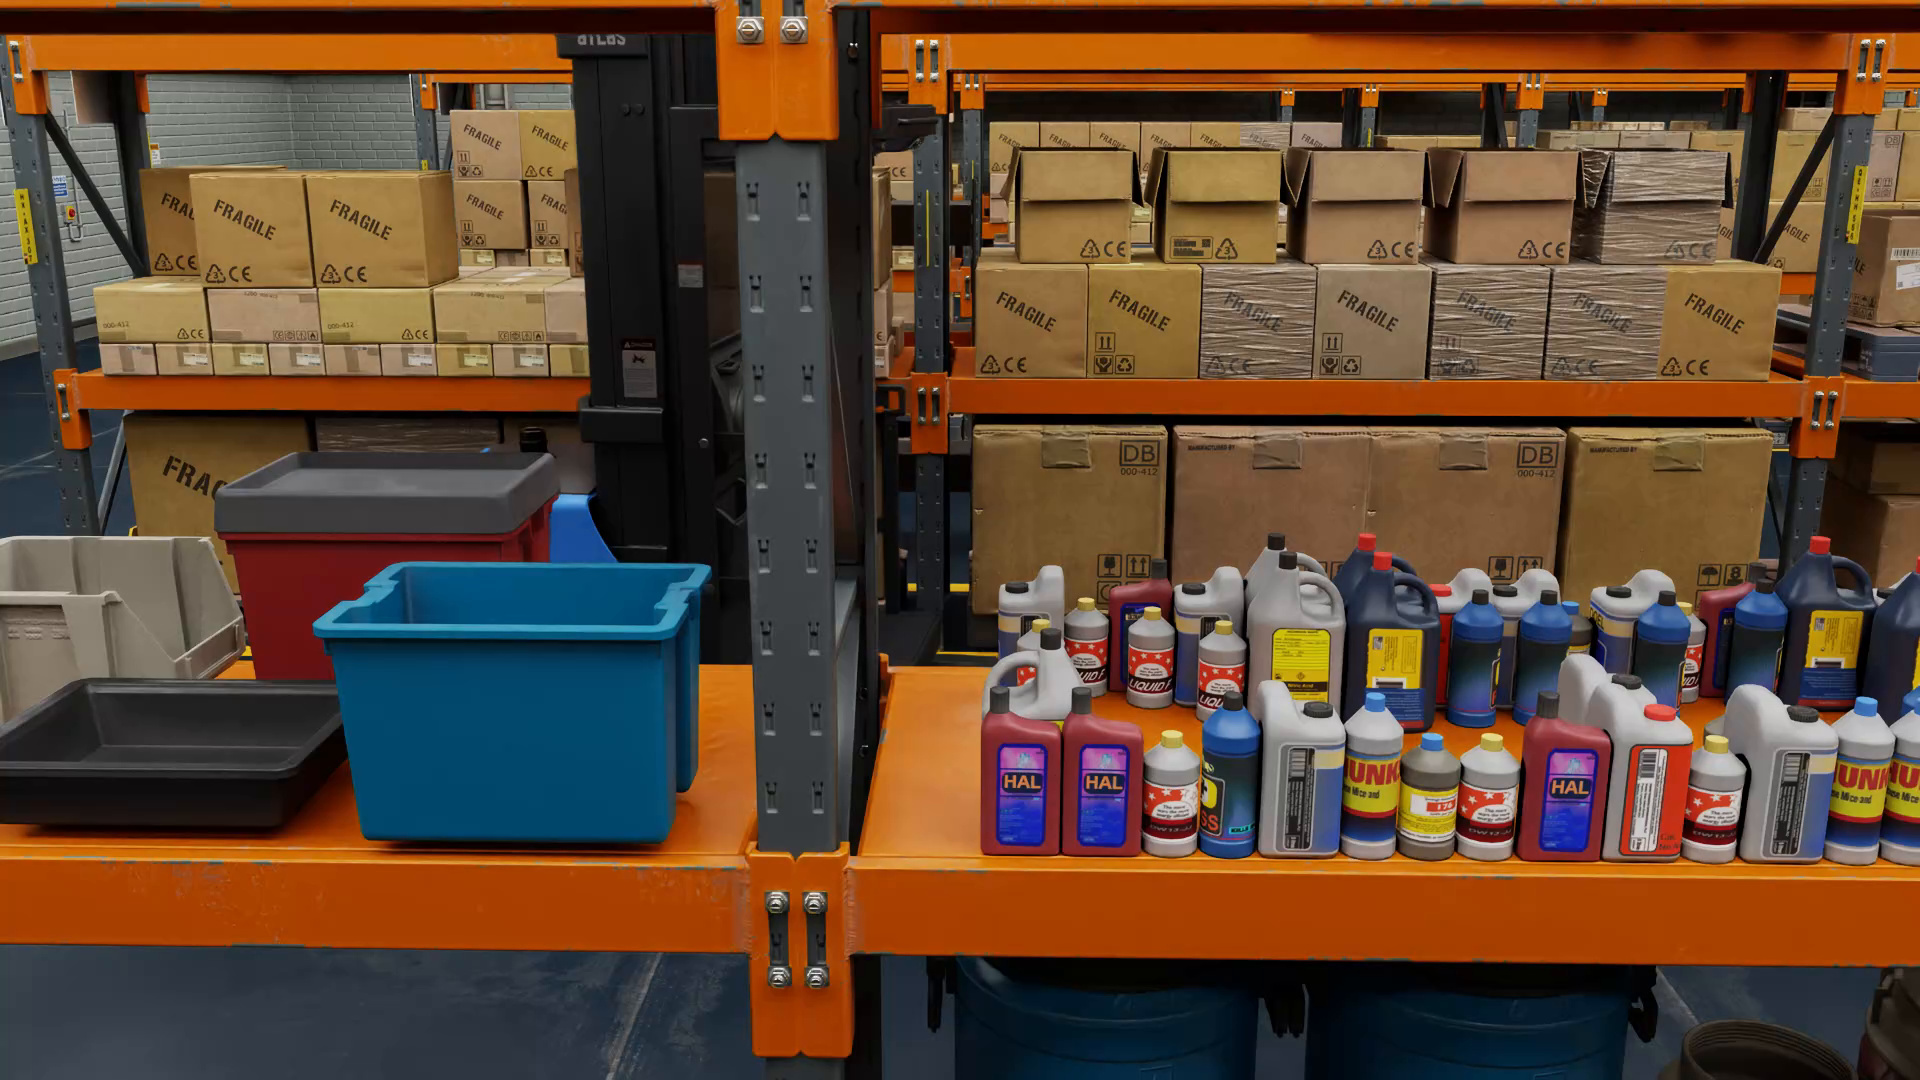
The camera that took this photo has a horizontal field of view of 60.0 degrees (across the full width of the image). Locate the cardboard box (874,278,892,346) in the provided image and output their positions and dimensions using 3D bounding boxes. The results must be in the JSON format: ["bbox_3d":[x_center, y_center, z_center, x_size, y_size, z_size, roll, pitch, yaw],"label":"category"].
[{"bbox_3d":[-0.576,-1.057,7.679,0.500,0.250,0.500,0,15,0],"label":"cardboard box"}]

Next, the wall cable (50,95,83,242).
[{"bbox_3d":[-9.511,-4.141,17.601,0.123,1.953,0.585,0,15,1],"label":"wall cable"}]

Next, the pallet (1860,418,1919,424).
[{"bbox_3d":[7.323,-0.900,12.836,1.213,0.211,1.003,0,15,1],"label":"pallet"}]

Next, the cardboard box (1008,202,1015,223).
[{"bbox_3d":[0.481,-2.420,12.218,0.250,0.149,0.380,1,15,2],"label":"cardboard box"}]

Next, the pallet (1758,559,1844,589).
[{"bbox_3d":[4.652,0.330,8.176,1.213,0.211,1.003,0,15,1],"label":"pallet"}]

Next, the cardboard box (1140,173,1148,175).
[{"bbox_3d":[2.089,-3.663,17.157,0.500,0.250,0.500,0,15,0],"label":"cardboard box"}]

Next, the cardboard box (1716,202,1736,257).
[{"bbox_3d":[5.552,-2.259,12.326,0.500,0.500,0.500,0,15,1],"label":"cardboard box"}]

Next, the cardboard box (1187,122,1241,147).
[{"bbox_3d":[2.591,-4.026,17.063,0.500,0.500,0.500,0,15,1],"label":"cardboard box"}]

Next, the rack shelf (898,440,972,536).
[{"bbox_3d":[-0.165,-0.326,9.758,0.480,0.518,0.431,0,15,1],"label":"rack shelf"}]

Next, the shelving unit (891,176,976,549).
[{"bbox_3d":[-0.165,-1.016,9.576,0.503,2.100,0.431,0,15,1],"label":"shelving unit"}]

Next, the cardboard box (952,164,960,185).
[{"bbox_3d":[-0.267,-4.856,22.075,0.500,0.250,0.500,1,15,3],"label":"cardboard box"}]

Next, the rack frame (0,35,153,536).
[{"bbox_3d":[-4.127,-1.076,8.039,0.127,3.000,1.000,0,15,1],"label":"rack frame"}]

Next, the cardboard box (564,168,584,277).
[{"bbox_3d":[-1.613,-1.560,8.113,0.500,0.500,0.500,0,15,0],"label":"cardboard box"}]

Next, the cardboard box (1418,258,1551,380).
[{"bbox_3d":[2.353,-1.020,7.629,0.500,0.500,0.500,0,15,0],"label":"cardboard box"}]

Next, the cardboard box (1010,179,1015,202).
[{"bbox_3d":[0.481,-2.564,12.180,0.250,0.149,0.380,1,15,4],"label":"cardboard box"}]

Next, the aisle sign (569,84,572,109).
[{"bbox_3d":[-3.953,-4.787,17.008,0.004,0.787,0.394,0,15,1],"label":"aisle sign"}]

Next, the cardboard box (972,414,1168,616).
[{"bbox_3d":[0.512,-0.227,8.161,0.875,0.875,1.225,0,15,2],"label":"cardboard box"}]

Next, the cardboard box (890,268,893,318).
[{"bbox_3d":[-0.591,-1.191,8.186,0.500,0.250,0.500,0,15,0],"label":"cardboard box"}]

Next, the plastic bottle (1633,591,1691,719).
[{"bbox_3d":[1.399,0.235,3.320,0.097,0.271,0.097,0,15,0],"label":"plastic bottle"}]

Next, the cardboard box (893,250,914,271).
[{"bbox_3d":[-0.452,-2.109,12.446,0.250,0.149,0.380,0,15,0],"label":"cardboard box"}]

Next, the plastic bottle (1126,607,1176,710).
[{"bbox_3d":[0.396,0.239,3.442,0.097,0.201,0.097,0,15,0],"label":"plastic bottle"}]

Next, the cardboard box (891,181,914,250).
[{"bbox_3d":[-0.391,-2.438,12.420,0.500,0.500,0.500,0,15,2],"label":"cardboard box"}]

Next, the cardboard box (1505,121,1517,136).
[{"bbox_3d":[5.766,-4.321,17.466,0.250,0.149,0.380,0,15,-1],"label":"cardboard box"}]

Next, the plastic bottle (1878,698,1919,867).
[{"bbox_3d":[1.568,0.391,2.729,0.097,0.271,0.097,0,15,0],"label":"plastic bottle"}]

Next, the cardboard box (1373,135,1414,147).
[{"bbox_3d":[4.585,-4.014,17.574,0.500,0.500,0.500,0,15,0],"label":"cardboard box"}]

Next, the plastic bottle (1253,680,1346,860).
[{"bbox_3d":[0.564,0.376,2.780,0.135,0.276,0.152,0,15,1],"label":"plastic bottle"}]

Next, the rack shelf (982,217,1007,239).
[{"bbox_3d":[2.124,-3.216,17.562,4.000,0.370,1.077,0,15,1],"label":"rack shelf"}]

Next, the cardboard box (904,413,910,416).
[{"bbox_3d":[-0.301,-1.055,12.722,0.250,0.149,0.380,1,15,2],"label":"cardboard box"}]

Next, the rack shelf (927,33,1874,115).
[{"bbox_3d":[1.871,-2.140,7.600,4.000,0.370,1.077,0,15,1],"label":"rack shelf"}]

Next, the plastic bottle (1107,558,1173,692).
[{"bbox_3d":[0.380,0.179,3.509,0.133,0.283,0.061,0,15,1],"label":"plastic bottle"}]

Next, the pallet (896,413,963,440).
[{"bbox_3d":[-0.573,-0.961,13.070,1.213,0.211,1.003,0,15,1],"label":"pallet"}]

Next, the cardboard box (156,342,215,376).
[{"bbox_3d":[-3.524,-0.867,7.738,0.250,0.149,0.380,0,15,1],"label":"cardboard box"}]

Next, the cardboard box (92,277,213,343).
[{"bbox_3d":[-3.654,-1.075,7.747,0.500,0.250,0.500,0,15,0],"label":"cardboard box"}]

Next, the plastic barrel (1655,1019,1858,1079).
[{"bbox_3d":[1.559,1.252,3.269,0.421,0.512,0.421,0,15,0],"label":"plastic barrel"}]

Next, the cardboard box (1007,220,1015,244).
[{"bbox_3d":[0.481,-2.276,12.256,0.250,0.149,0.380,0,15,-1],"label":"cardboard box"}]

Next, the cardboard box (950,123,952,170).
[{"bbox_3d":[-0.345,-4.174,17.625,0.500,0.500,0.500,0,15,2],"label":"cardboard box"}]

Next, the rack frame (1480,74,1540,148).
[{"bbox_3d":[4.098,-2.288,12.633,0.127,3.000,1.000,0,15,1],"label":"rack frame"}]

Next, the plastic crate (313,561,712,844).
[{"bbox_3d":[-0.730,0.276,2.829,0.575,0.384,0.392,0,15,1],"label":"plastic crate"}]

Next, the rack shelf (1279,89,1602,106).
[{"bbox_3d":[6.246,-5.907,21.878,4.000,0.370,1.077,0,15,1],"label":"rack shelf"}]

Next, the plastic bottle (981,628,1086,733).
[{"bbox_3d":[0.129,0.322,2.836,0.185,0.351,0.144,0,15,1],"label":"plastic bottle"}]

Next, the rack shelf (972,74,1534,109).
[{"bbox_3d":[2.099,-3.404,12.392,4.000,0.370,1.077,0,15,1],"label":"rack shelf"}]

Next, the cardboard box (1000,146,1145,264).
[{"bbox_3d":[0.510,-1.581,7.792,0.637,0.503,0.797,0,15,0],"label":"cardboard box"}]

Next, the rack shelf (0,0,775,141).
[{"bbox_3d":[-2.254,-0.903,2.911,4.000,0.370,1.077,0,15,1],"label":"rack shelf"}]

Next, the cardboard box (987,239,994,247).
[{"bbox_3d":[0.747,-2.769,17.799,0.875,0.875,0.875,1,15,3],"label":"cardboard box"}]

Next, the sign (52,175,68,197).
[{"bbox_3d":[-9.574,-3.753,17.655,0.001,0.218,0.327,0,15,1],"label":"sign"}]

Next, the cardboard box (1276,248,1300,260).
[{"bbox_3d":[1.363,-1.158,8.155,0.500,0.500,0.500,0,15,1],"label":"cardboard box"}]

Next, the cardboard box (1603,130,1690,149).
[{"bbox_3d":[5.052,-2.812,12.461,0.500,0.500,0.700,0,15,1],"label":"cardboard box"}]

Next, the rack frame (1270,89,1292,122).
[{"bbox_3d":[4.247,-4.817,22.218,0.127,3.000,1.000,0,15,1],"label":"rack frame"}]

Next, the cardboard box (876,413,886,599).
[{"bbox_3d":[-0.786,-0.251,8.251,0.875,0.875,0.875,0,15,1],"label":"cardboard box"}]

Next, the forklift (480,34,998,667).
[{"bbox_3d":[-0.625,-0.637,6.507,3.031,2.935,1.130,2,15,8],"label":"forklift"}]

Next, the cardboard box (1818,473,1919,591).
[{"bbox_3d":[4.541,-0.029,8.107,0.500,0.500,0.700,0,15,-2],"label":"cardboard box"}]

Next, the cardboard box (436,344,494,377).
[{"bbox_3d":[-2.243,-0.859,7.707,0.250,0.149,0.380,0,15,0],"label":"cardboard box"}]

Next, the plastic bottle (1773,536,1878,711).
[{"bbox_3d":[1.774,0.167,3.425,0.185,0.351,0.144,0,15,1],"label":"plastic bottle"}]

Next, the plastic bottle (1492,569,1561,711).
[{"bbox_3d":[1.151,0.200,3.446,0.135,0.276,0.152,0,15,1],"label":"plastic bottle"}]

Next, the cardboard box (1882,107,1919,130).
[{"bbox_3d":[9.568,-4.124,16.851,0.500,0.500,0.700,0,15,0],"label":"cardboard box"}]
